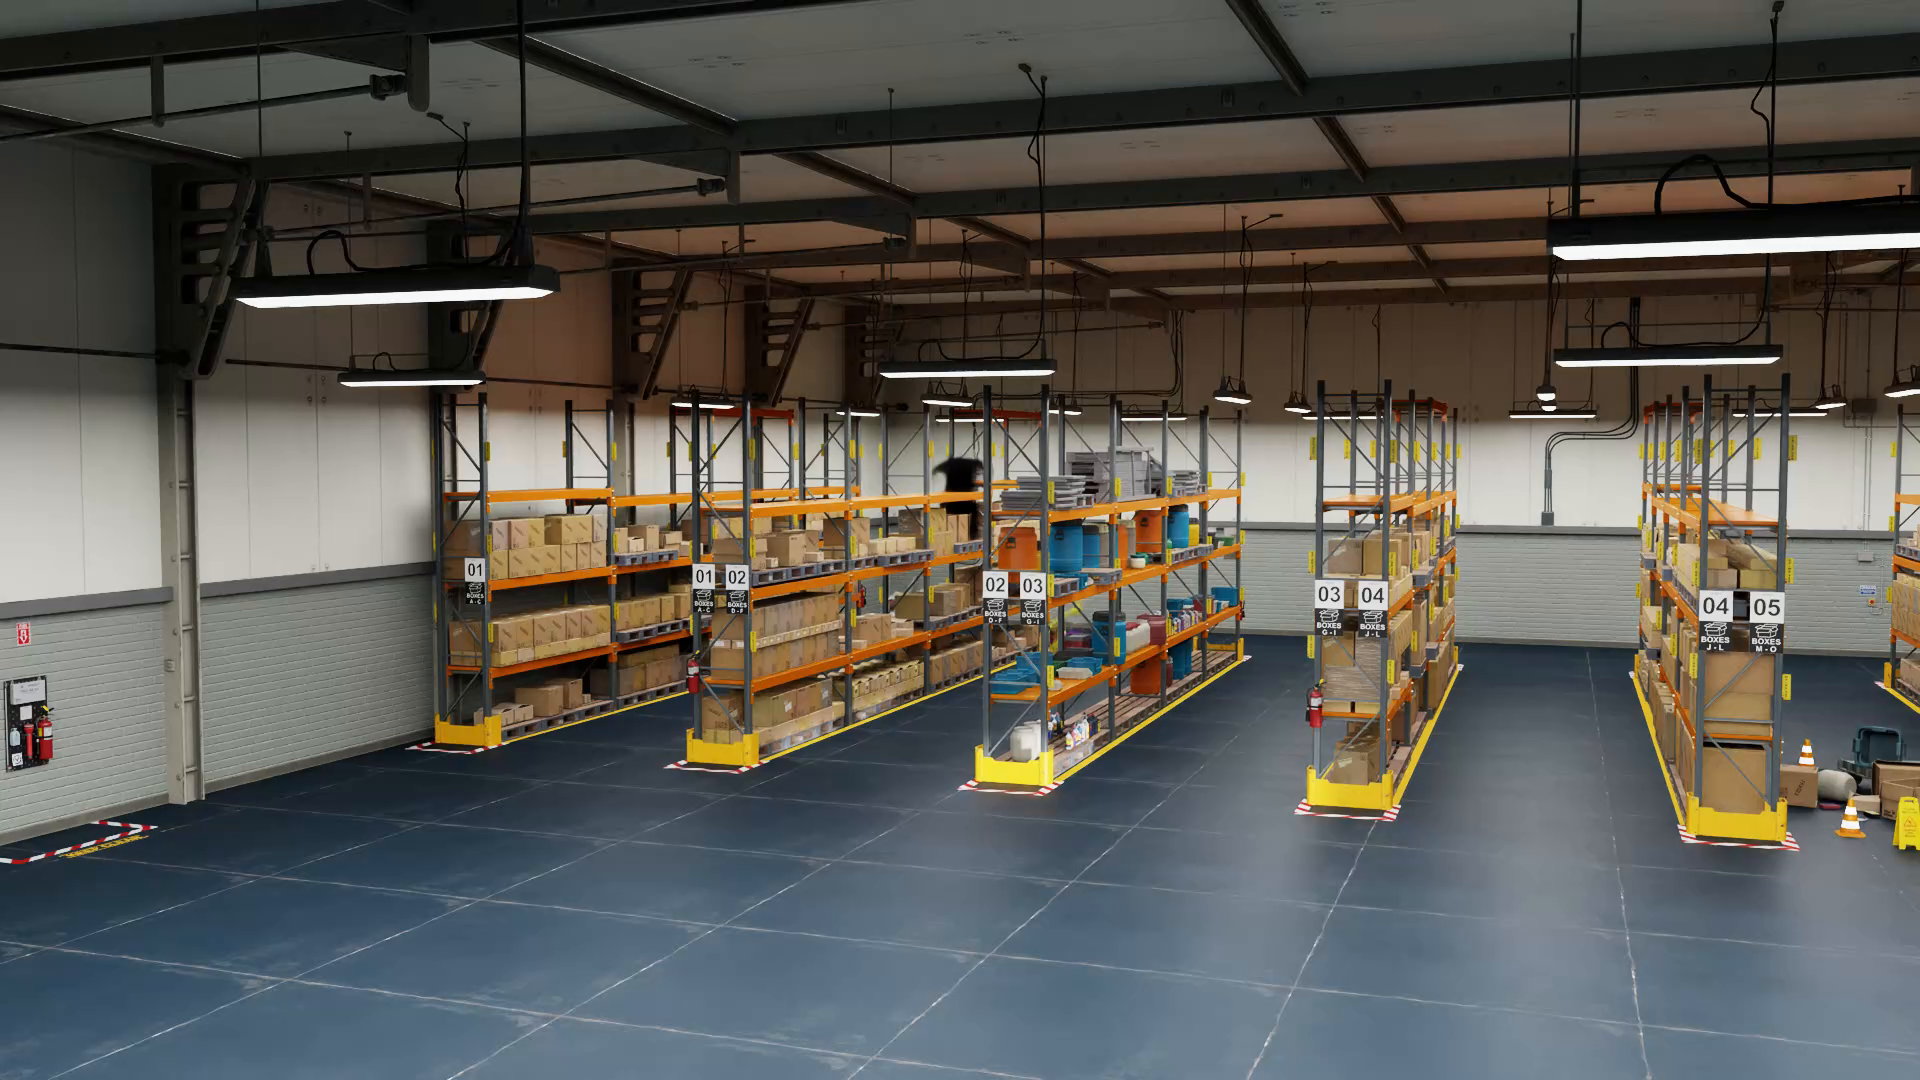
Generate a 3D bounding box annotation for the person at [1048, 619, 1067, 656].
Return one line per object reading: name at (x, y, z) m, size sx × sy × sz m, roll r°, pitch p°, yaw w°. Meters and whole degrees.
person at (2.035, 2.378, 33.884) m, size 0.715 × 1.597 × 1.077 m, roll 2°, pitch 4°, yaw 32°

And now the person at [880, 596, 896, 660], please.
person at (-1.602, 2.133, 37.481) m, size 0.679 × 1.736 × 0.585 m, roll 1°, pitch 3°, yaw 18°
